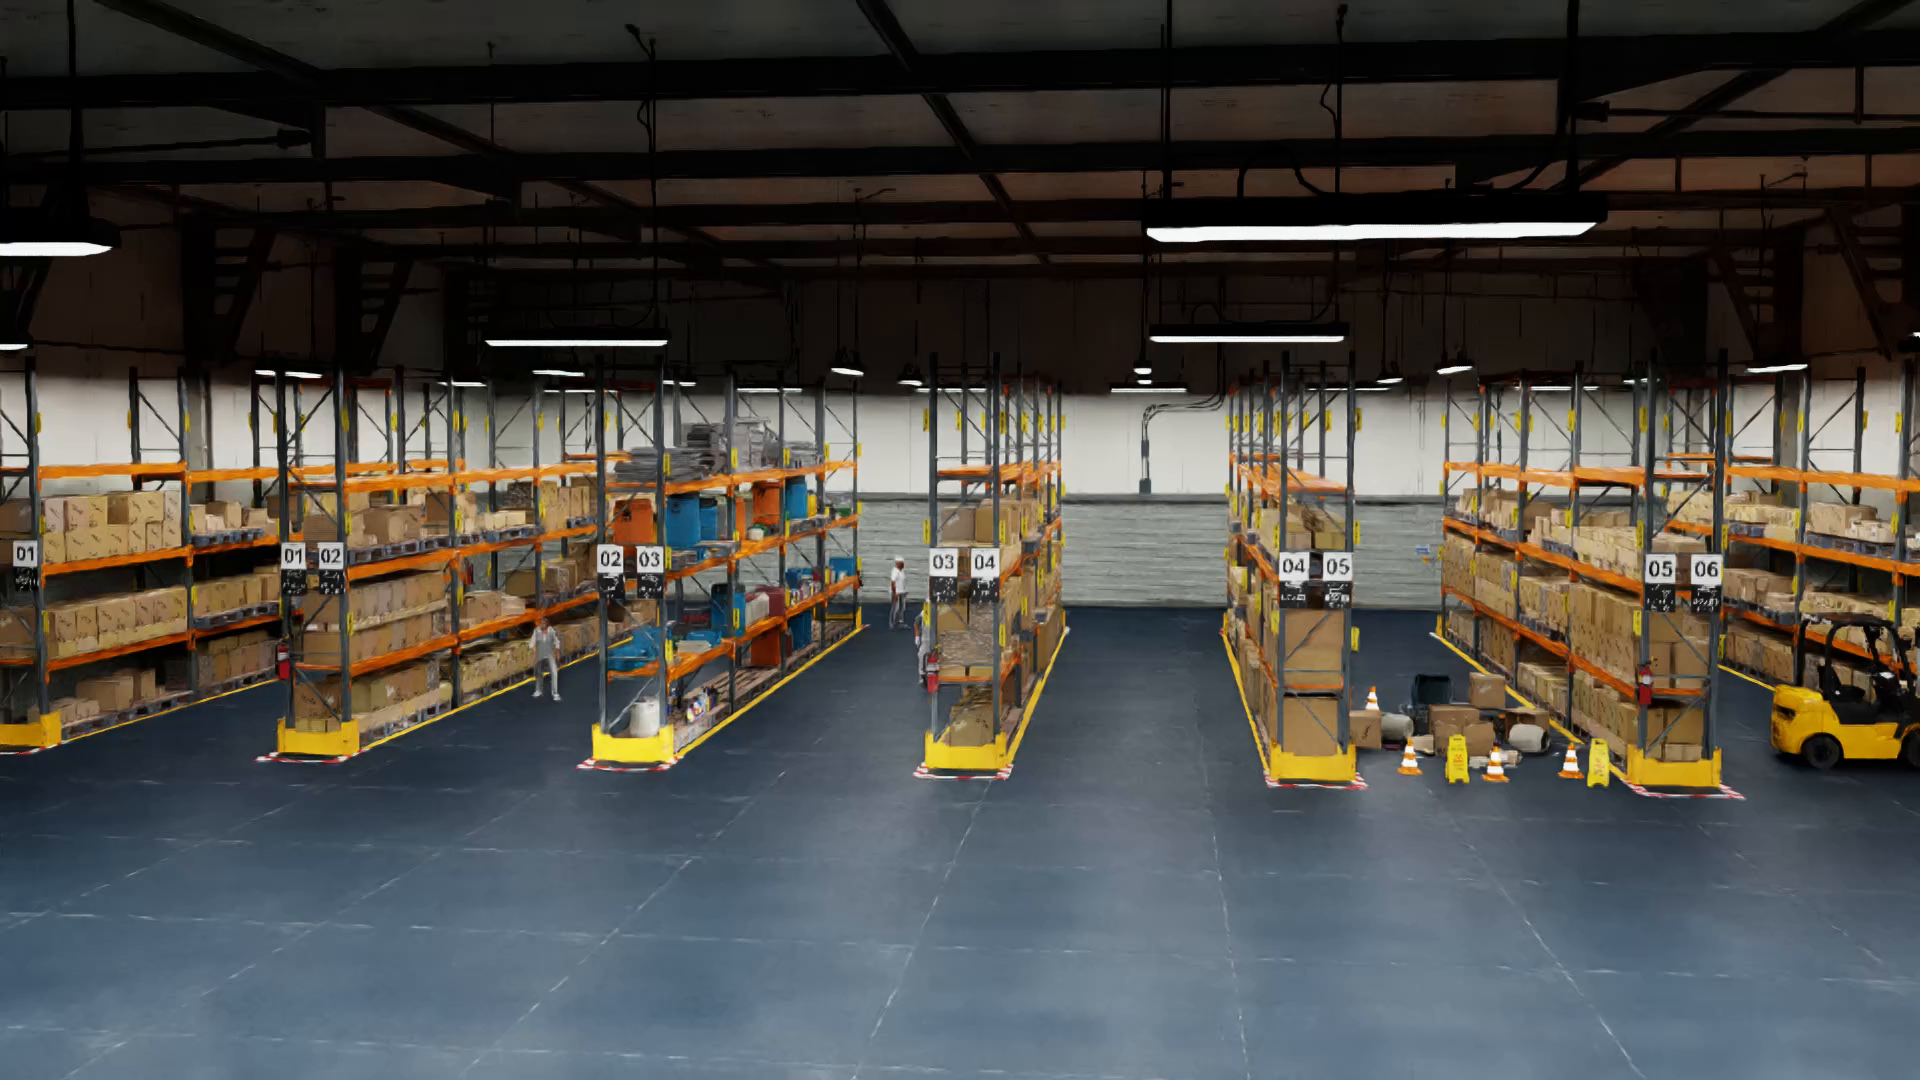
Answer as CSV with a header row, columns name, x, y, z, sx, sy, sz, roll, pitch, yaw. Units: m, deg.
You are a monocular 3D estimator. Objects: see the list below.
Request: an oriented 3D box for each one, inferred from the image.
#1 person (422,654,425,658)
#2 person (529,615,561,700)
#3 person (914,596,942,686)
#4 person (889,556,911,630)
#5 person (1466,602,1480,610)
name,x,y,z,sx,sy,sz,roll,pitch,yaw
person,-10.624,1.906,32.454,0.598,1.617,0.503,0,4,5
person,-7.493,2.101,30.042,0.554,1.525,0.786,-1,4,-11
person,-0.545,1.916,31.461,0.678,1.741,0.546,0,4,6
person,-1.467,1.261,40.162,0.414,1.767,0.650,2,4,24
person,13.228,1.152,42.807,0.513,1.665,0.546,4,6,44
